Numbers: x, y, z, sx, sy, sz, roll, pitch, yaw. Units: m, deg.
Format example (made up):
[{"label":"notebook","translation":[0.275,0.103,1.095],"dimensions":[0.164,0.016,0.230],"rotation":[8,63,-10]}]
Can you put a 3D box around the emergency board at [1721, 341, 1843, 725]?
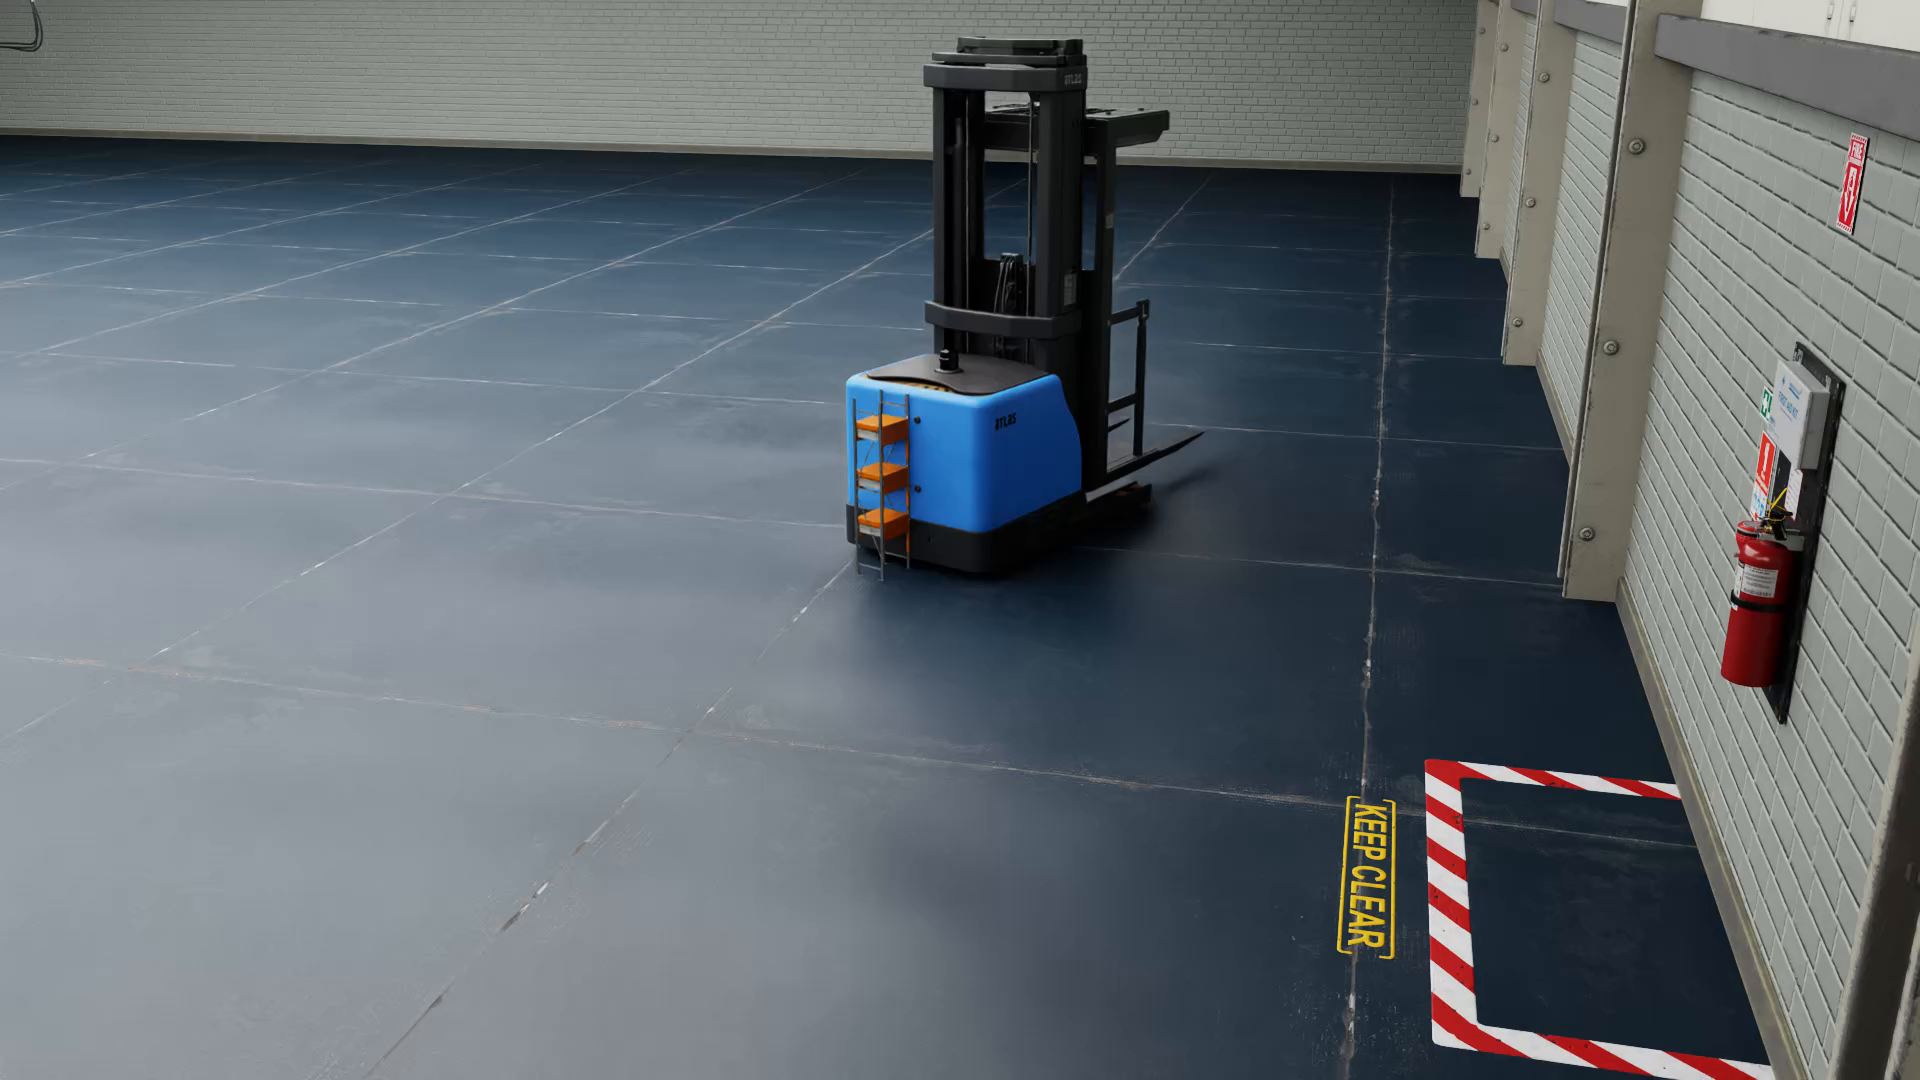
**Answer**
[{"label":"emergency board","translation":[2.728,-0.039,5.662],"dimensions":[0.194,1.169,0.643],"rotation":[5,19,13]}]

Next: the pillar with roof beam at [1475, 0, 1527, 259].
[{"label":"pillar with roof beam","translation":[2.310,-8.089,19.947],"dimensions":[9.100,9.000,0.400],"rotation":[5,19,13]}]

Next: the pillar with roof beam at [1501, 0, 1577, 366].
[{"label":"pillar with roof beam","translation":[0.844,-6.208,14.441],"dimensions":[9.100,9.000,0.400],"rotation":[5,19,13]}]

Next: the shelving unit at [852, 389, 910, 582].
[{"label":"shelving unit","translation":[-0.444,-0.309,9.467],"dimensions":[0.215,1.050,0.252],"rotation":[13,23,33]}]

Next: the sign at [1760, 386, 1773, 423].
[{"label":"sign","translation":[2.953,-0.472,6.052],"dimensions":[0.001,0.109,0.331],"rotation":[5,19,13]}]

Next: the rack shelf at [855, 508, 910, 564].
[{"label":"rack shelf","translation":[-0.444,-0.036,9.561],"dimensions":[0.215,0.259,0.240],"rotation":[13,23,33]}]

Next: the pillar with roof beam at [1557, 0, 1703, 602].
[{"label":"pillar with roof beam","translation":[-0.622,-4.327,8.935],"dimensions":[9.100,9.000,0.400],"rotation":[5,19,13]}]

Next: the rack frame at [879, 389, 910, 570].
[{"label":"rack frame","translation":[-0.374,-0.341,9.561],"dimensions":[0.200,1.050,0.008],"rotation":[13,23,33]}]

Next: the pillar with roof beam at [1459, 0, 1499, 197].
[{"label":"pillar with roof beam","translation":[3.776,-9.969,25.453],"dimensions":[9.100,9.000,0.400],"rotation":[5,19,13]}]

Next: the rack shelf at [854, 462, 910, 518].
[{"label":"rack shelf","translation":[-0.444,-0.299,9.471],"dimensions":[0.215,0.259,0.240],"rotation":[13,23,33]}]

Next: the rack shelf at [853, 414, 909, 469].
[{"label":"rack shelf","translation":[-0.444,-0.567,9.379],"dimensions":[0.215,0.259,0.240],"rotation":[13,23,33]}]

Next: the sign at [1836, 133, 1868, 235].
[{"label":"sign","translation":[2.826,-1.131,5.272],"dimensions":[0.001,0.298,0.199],"rotation":[5,19,13]}]

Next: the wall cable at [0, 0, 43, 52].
[{"label":"wall cable","translation":[-20.592,-11.466,34.640],"dimensions":[3.097,2.526,0.112],"rotation":[5,19,13]}]

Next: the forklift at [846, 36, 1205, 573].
[{"label":"forklift","translation":[0.584,-1.615,10.381],"dimensions":[1.130,2.935,3.031],"rotation":[13,23,33]}]

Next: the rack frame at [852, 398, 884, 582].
[{"label":"rack frame","translation":[-0.515,-0.277,9.373],"dimensions":[0.200,1.050,0.008],"rotation":[13,23,33]}]

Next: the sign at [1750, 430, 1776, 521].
[{"label":"sign","translation":[2.963,-0.221,6.140],"dimensions":[0.001,0.329,0.234],"rotation":[5,19,13]}]
